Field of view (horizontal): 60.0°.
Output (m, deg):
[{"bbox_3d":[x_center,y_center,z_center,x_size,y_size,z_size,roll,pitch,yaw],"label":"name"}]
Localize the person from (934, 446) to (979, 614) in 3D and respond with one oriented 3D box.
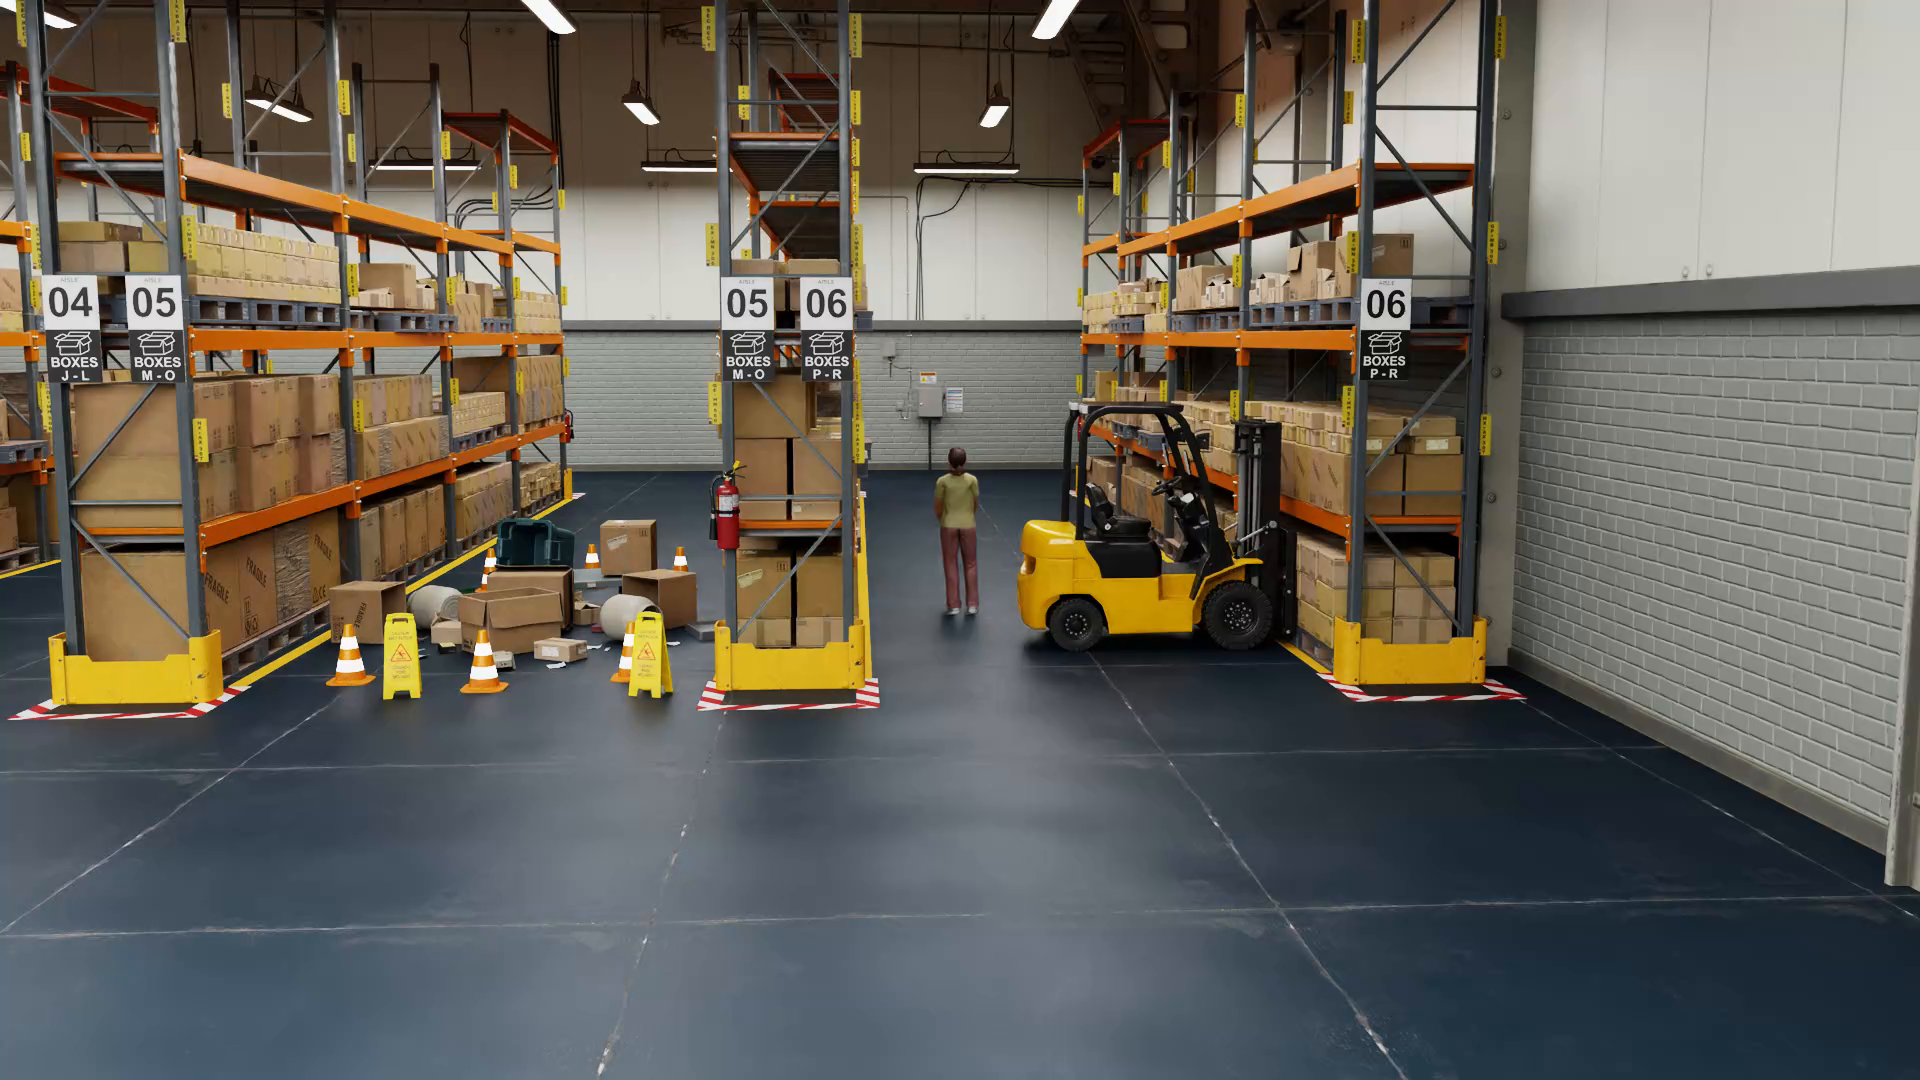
[{"bbox_3d":[-0.034,-0.102,16.567,0.465,1.676,0.514,-1,7,-6],"label":"person"}]
